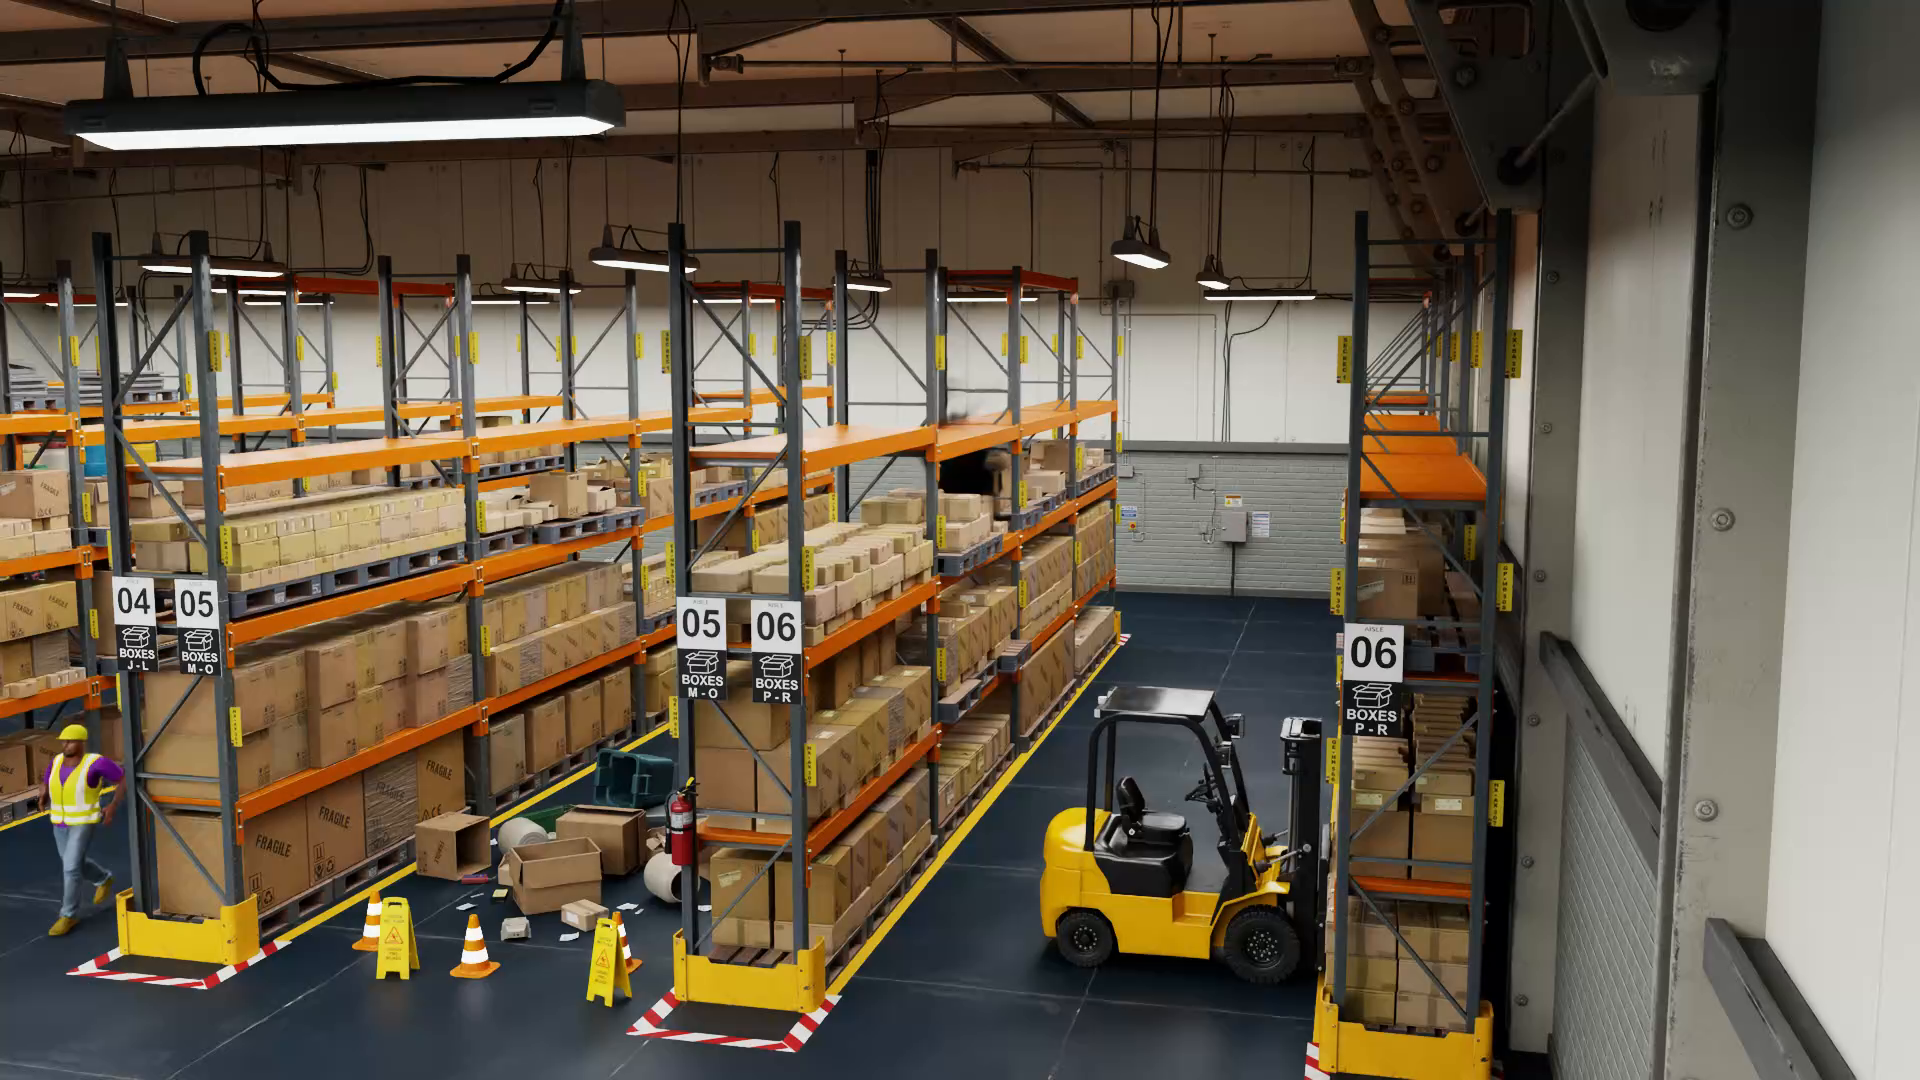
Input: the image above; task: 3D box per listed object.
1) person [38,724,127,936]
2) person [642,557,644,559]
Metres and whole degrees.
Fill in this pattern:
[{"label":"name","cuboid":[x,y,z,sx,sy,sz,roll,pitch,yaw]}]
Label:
[{"label":"person","cuboid":[-7.817,2.491,14.700,0.717,1.745,0.908,2,7,13]},{"label":"person","cuboid":[-5.065,1.119,26.500,0.558,1.705,0.789,1,7,12]}]
